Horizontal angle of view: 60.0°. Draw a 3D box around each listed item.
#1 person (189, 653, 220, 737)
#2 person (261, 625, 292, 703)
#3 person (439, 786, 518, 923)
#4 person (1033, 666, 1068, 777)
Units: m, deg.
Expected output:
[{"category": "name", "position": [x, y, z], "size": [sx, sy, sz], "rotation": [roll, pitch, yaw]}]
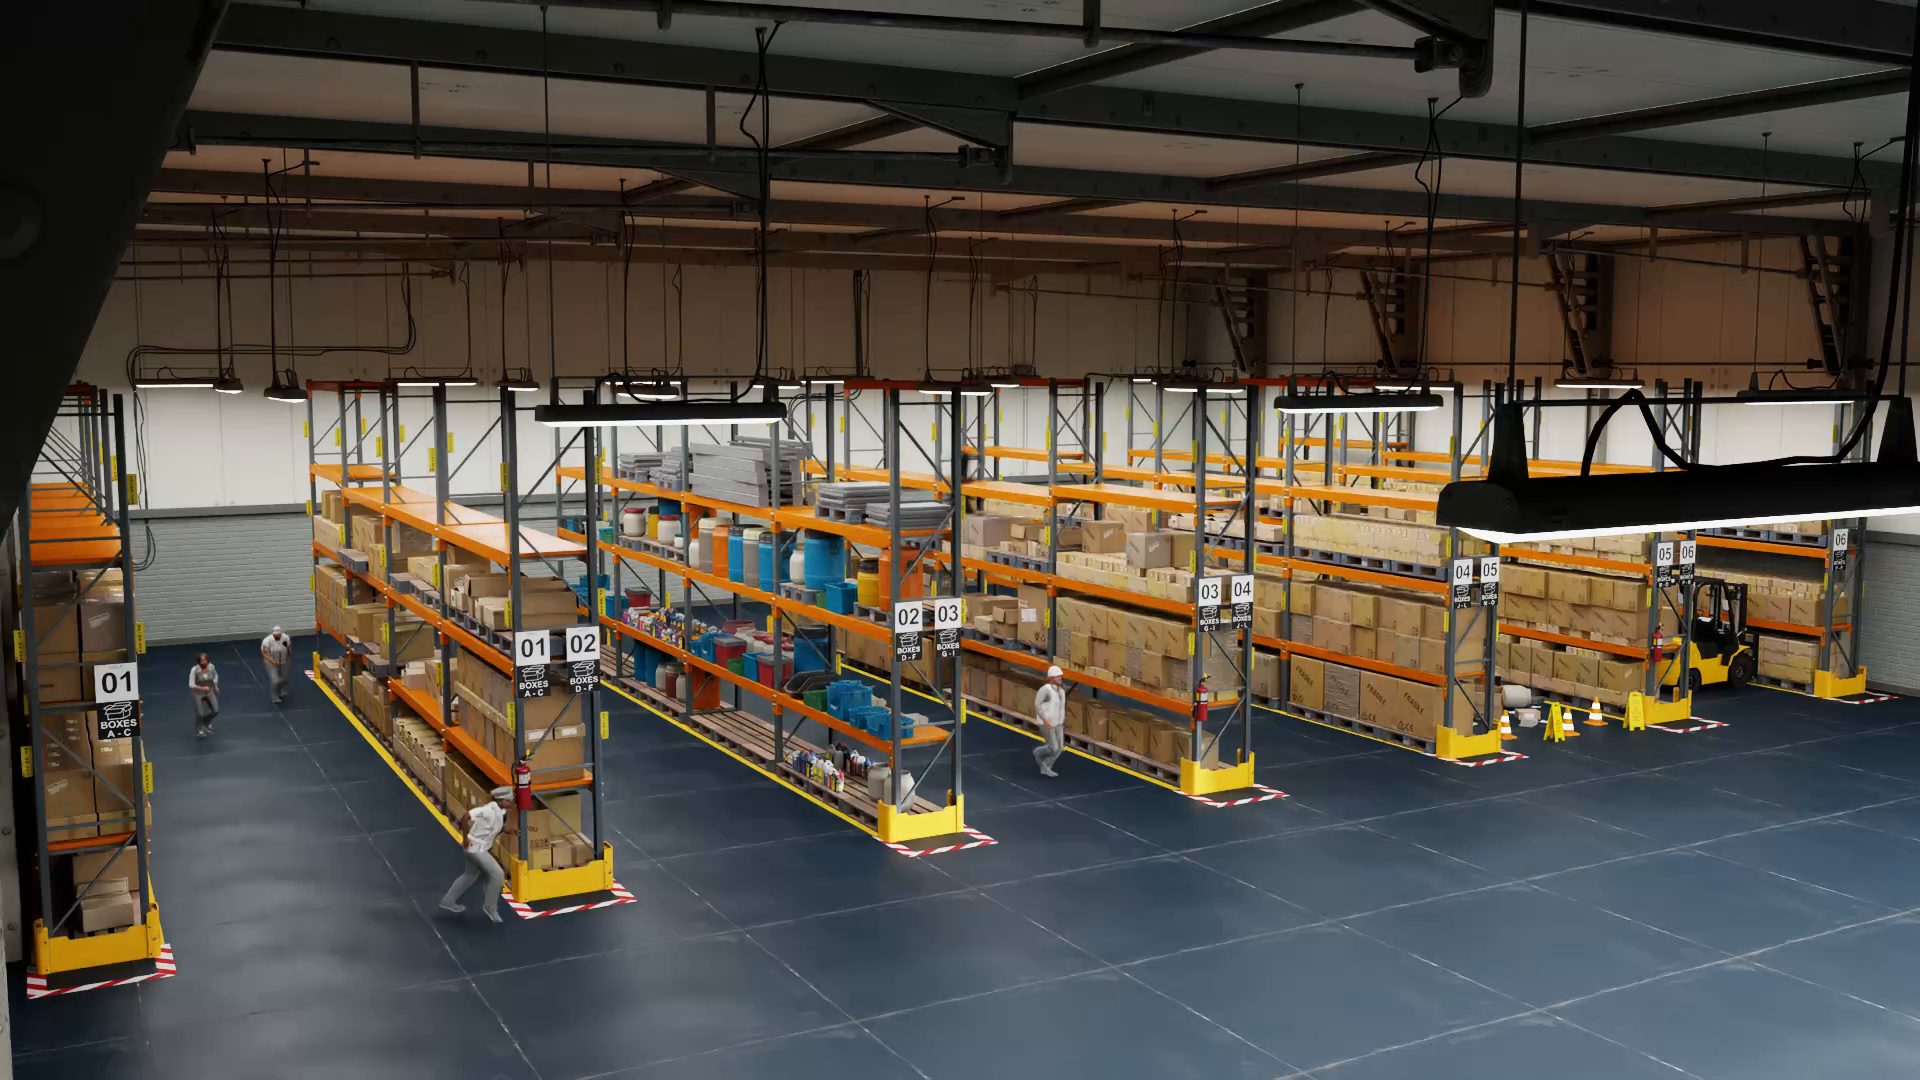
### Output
[{"category": "person", "position": [-12.722, 2.619, 28.015], "size": [0.536, 1.490, 0.728], "rotation": [-6, 8, -44]}, {"category": "person", "position": [-12.748, 2.289, 31.039], "size": [0.912, 1.509, 0.614], "rotation": [6, 9, 45]}, {"category": "person", "position": [-5.492, 3.583, 18.872], "size": [0.961, 1.603, 0.625], "rotation": [1, 6, 9]}, {"category": "person", "position": [1.357, 2.772, 25.551], "size": [0.656, 1.716, 0.572], "rotation": [-6, 8, -43]}]
